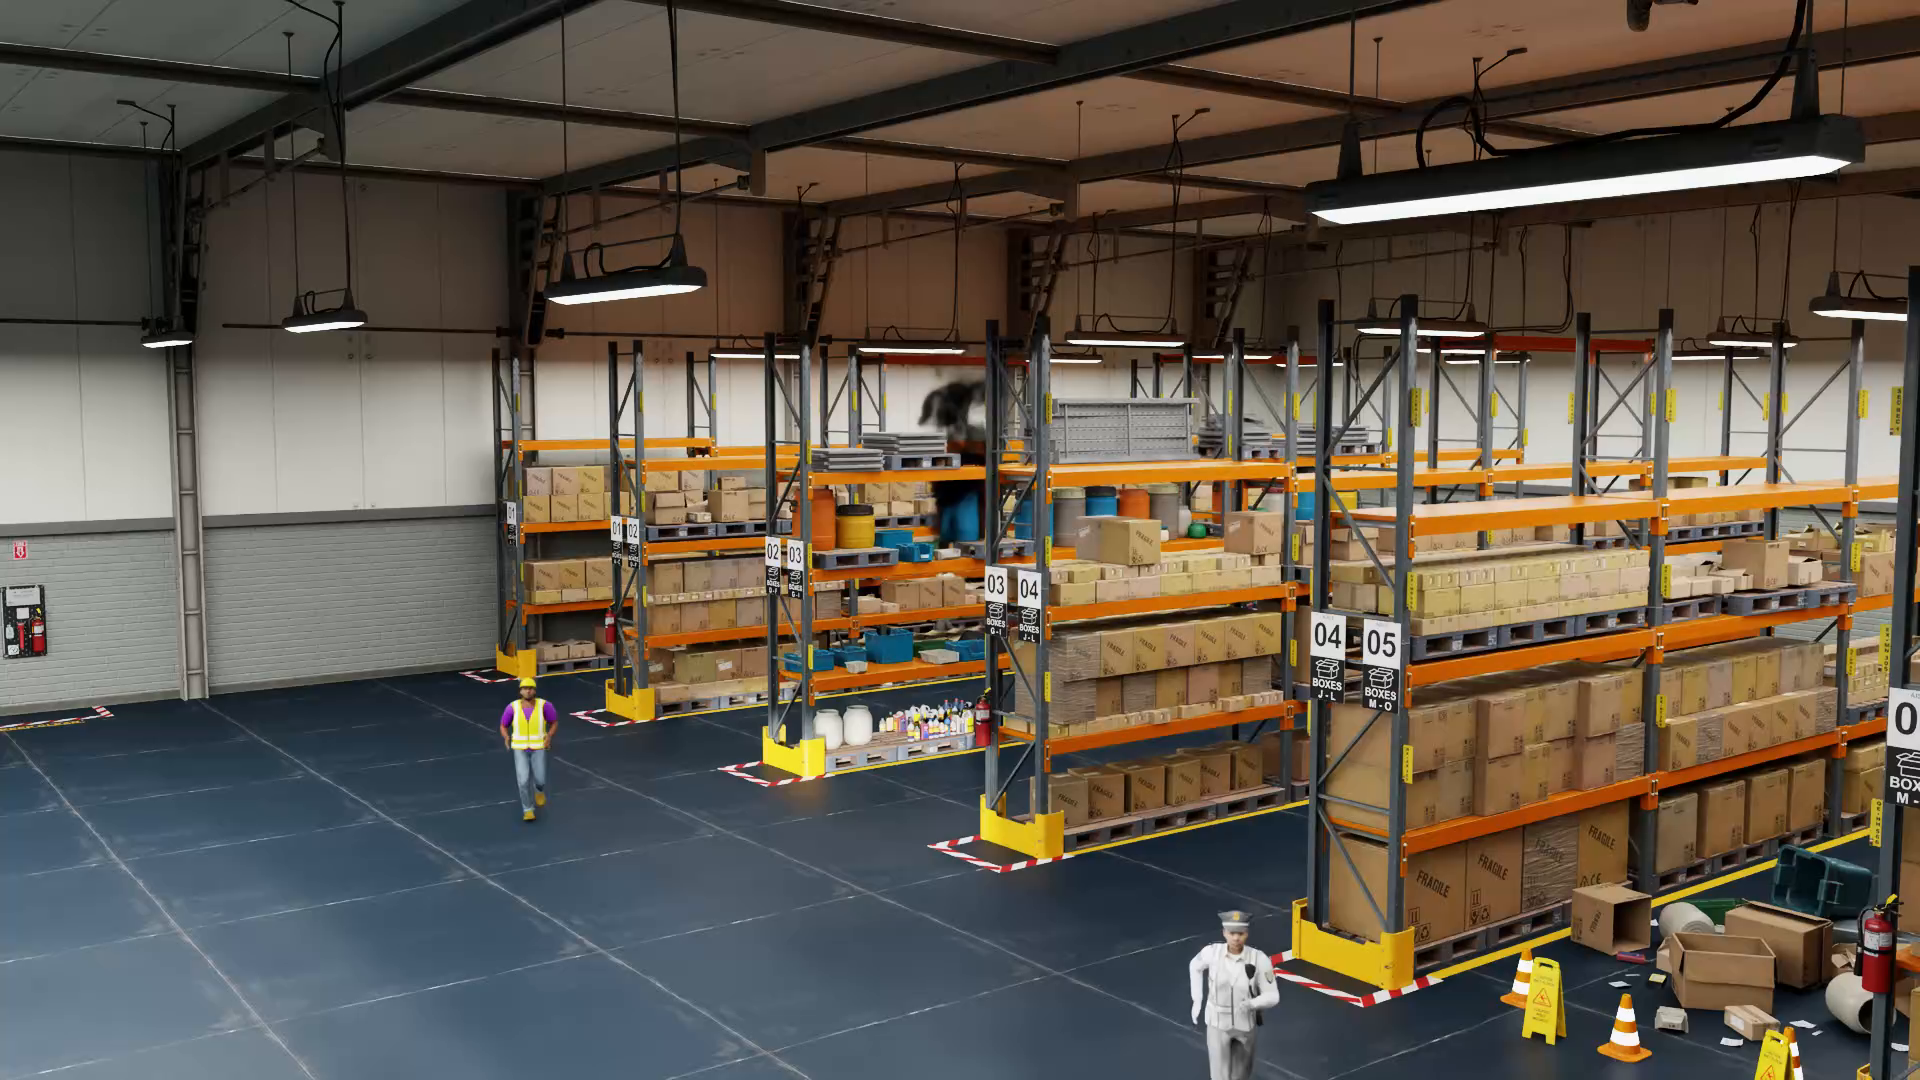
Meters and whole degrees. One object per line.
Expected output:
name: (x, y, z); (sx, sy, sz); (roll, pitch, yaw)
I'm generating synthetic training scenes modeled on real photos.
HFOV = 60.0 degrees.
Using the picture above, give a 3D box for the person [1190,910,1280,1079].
person: (1.857, 3.325, 11.278); (0.581, 1.738, 0.849); (0, 5, 5)

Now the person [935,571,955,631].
person: (-0.340, 1.300, 33.745); (0.964, 1.777, 0.656); (-5, 7, -43)

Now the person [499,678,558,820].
person: (-5.255, 2.527, 20.282); (0.697, 1.717, 0.609); (-1, 5, -12)
